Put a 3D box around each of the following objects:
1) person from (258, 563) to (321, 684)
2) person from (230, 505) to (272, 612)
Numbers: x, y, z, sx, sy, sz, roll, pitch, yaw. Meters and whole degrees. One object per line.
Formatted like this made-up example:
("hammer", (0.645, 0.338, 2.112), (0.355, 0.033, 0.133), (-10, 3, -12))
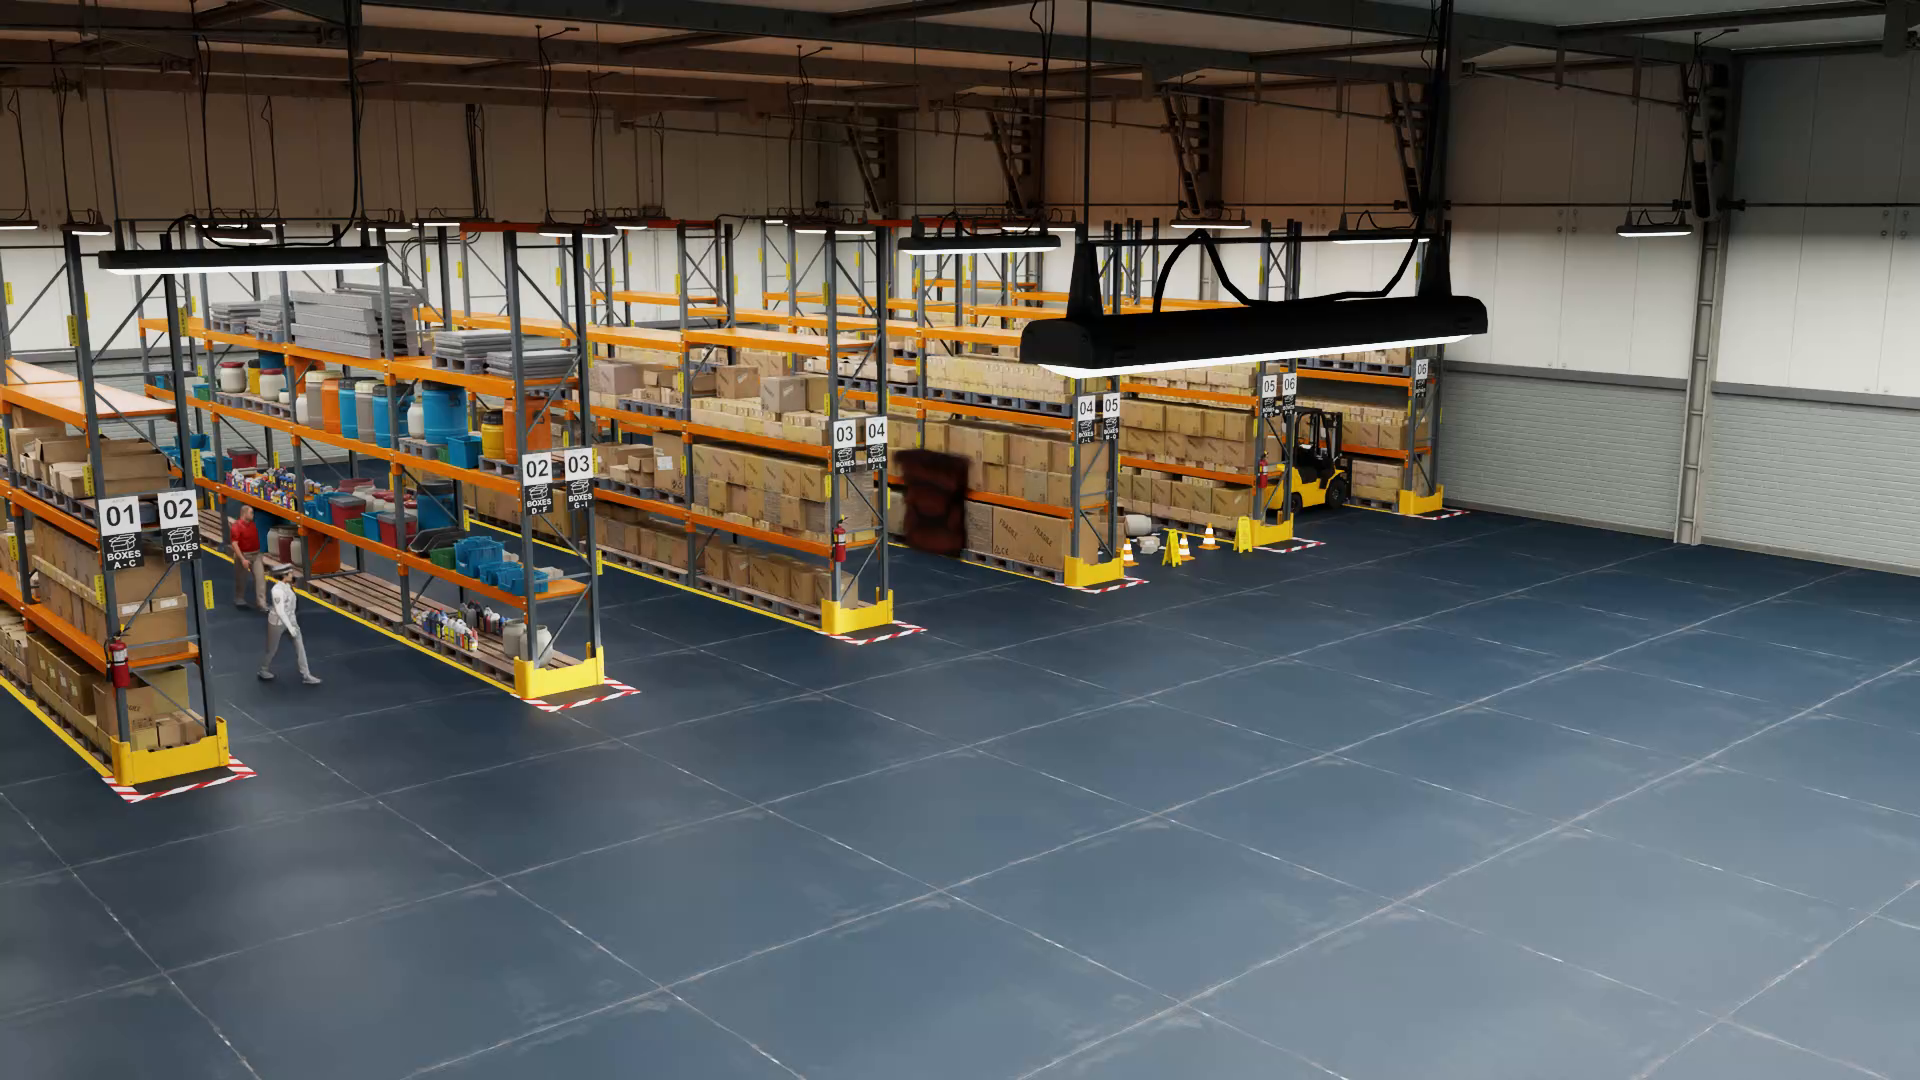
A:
("person", (-9.014, 1.116, 22.203), (0.981, 1.616, 0.426), (7, 13, 30))
("person", (-11.231, 0.290, 26.178), (0.476, 1.684, 1.032), (-8, 14, -36))
